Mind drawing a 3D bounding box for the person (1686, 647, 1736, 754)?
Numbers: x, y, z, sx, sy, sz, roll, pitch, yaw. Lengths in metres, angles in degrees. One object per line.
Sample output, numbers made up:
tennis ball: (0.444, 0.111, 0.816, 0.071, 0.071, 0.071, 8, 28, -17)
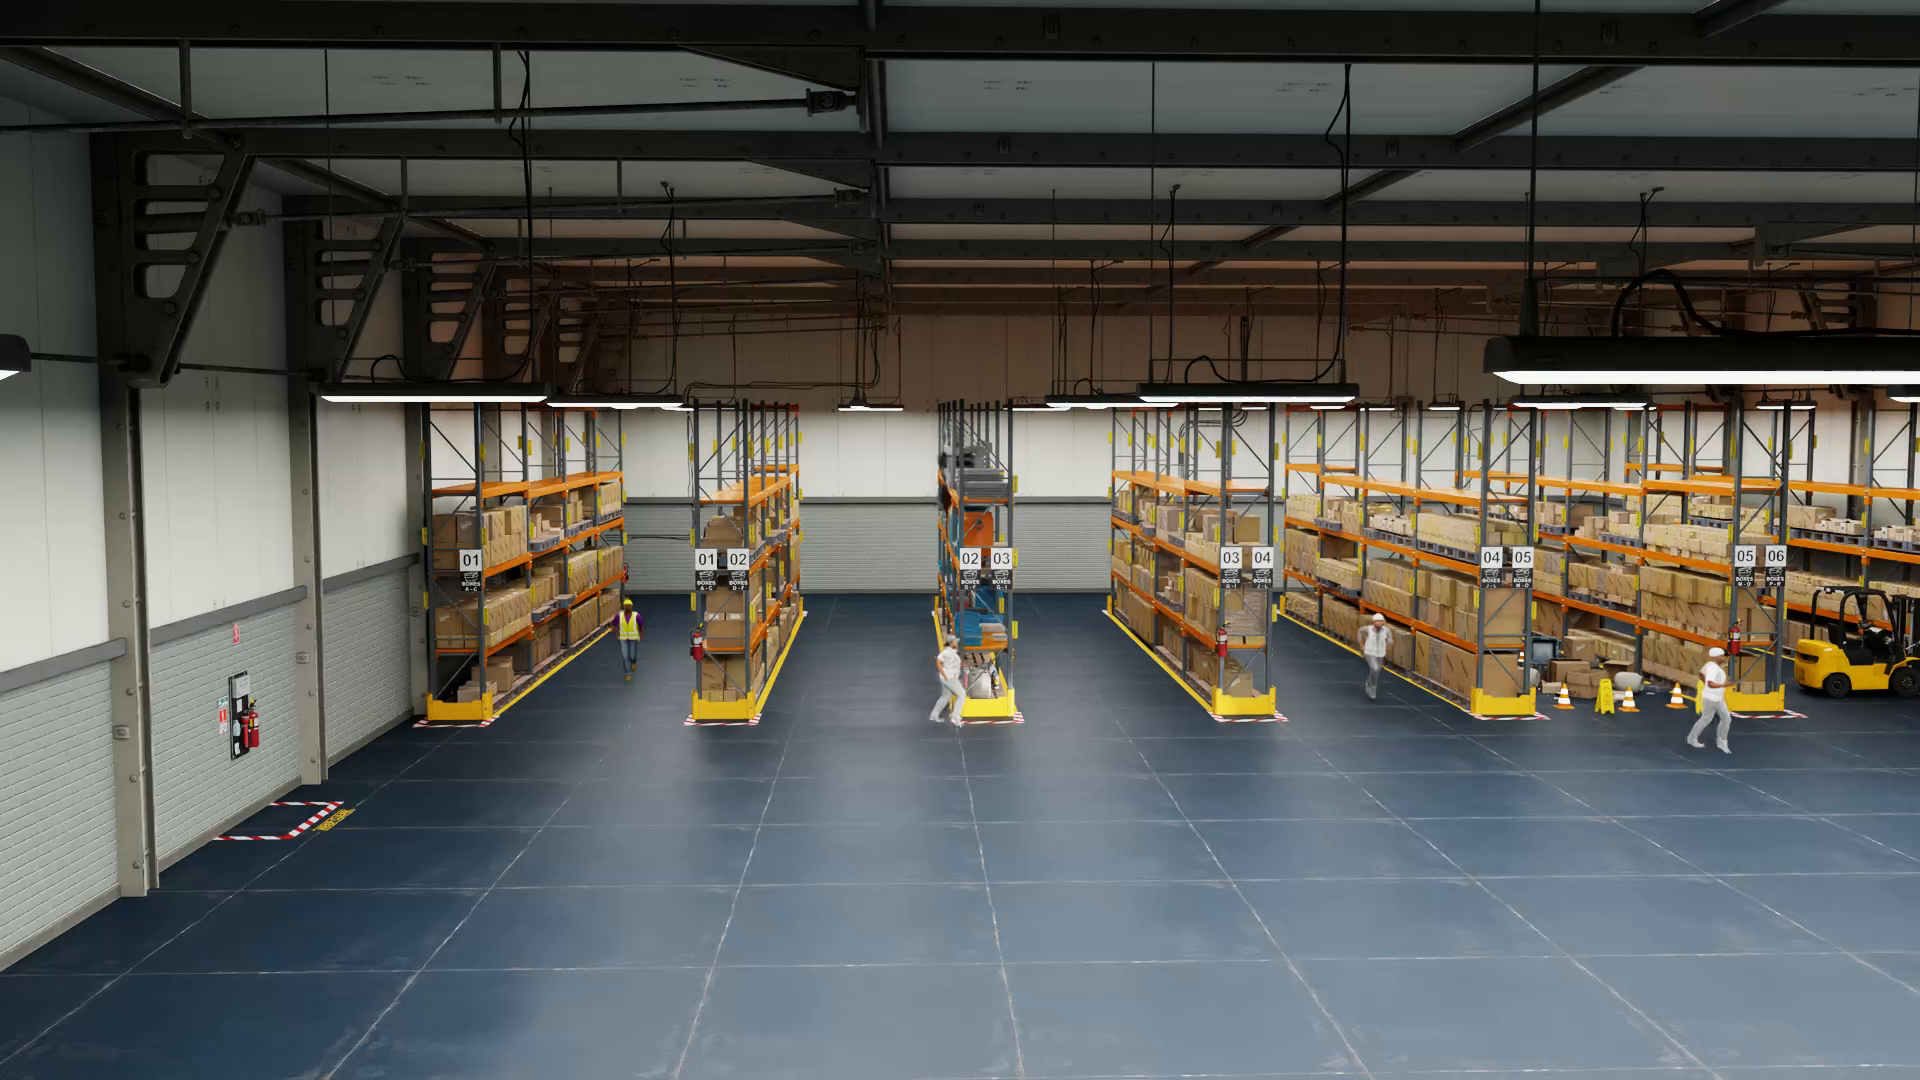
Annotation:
person: (12.694, 2.722, 28.078, 0.774, 1.835, 0.661, 3, 6, 38)

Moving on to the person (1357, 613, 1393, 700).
person: (8.330, 2.317, 33.425, 0.646, 1.743, 0.926, -1, 4, -8)

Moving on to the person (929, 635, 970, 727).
person: (-0.202, 2.593, 30.576, 0.759, 1.703, 0.602, 0, 4, 2)

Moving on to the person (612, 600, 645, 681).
person: (-7.165, 2.144, 35.904, 0.702, 1.732, 0.680, -1, 4, -8)
